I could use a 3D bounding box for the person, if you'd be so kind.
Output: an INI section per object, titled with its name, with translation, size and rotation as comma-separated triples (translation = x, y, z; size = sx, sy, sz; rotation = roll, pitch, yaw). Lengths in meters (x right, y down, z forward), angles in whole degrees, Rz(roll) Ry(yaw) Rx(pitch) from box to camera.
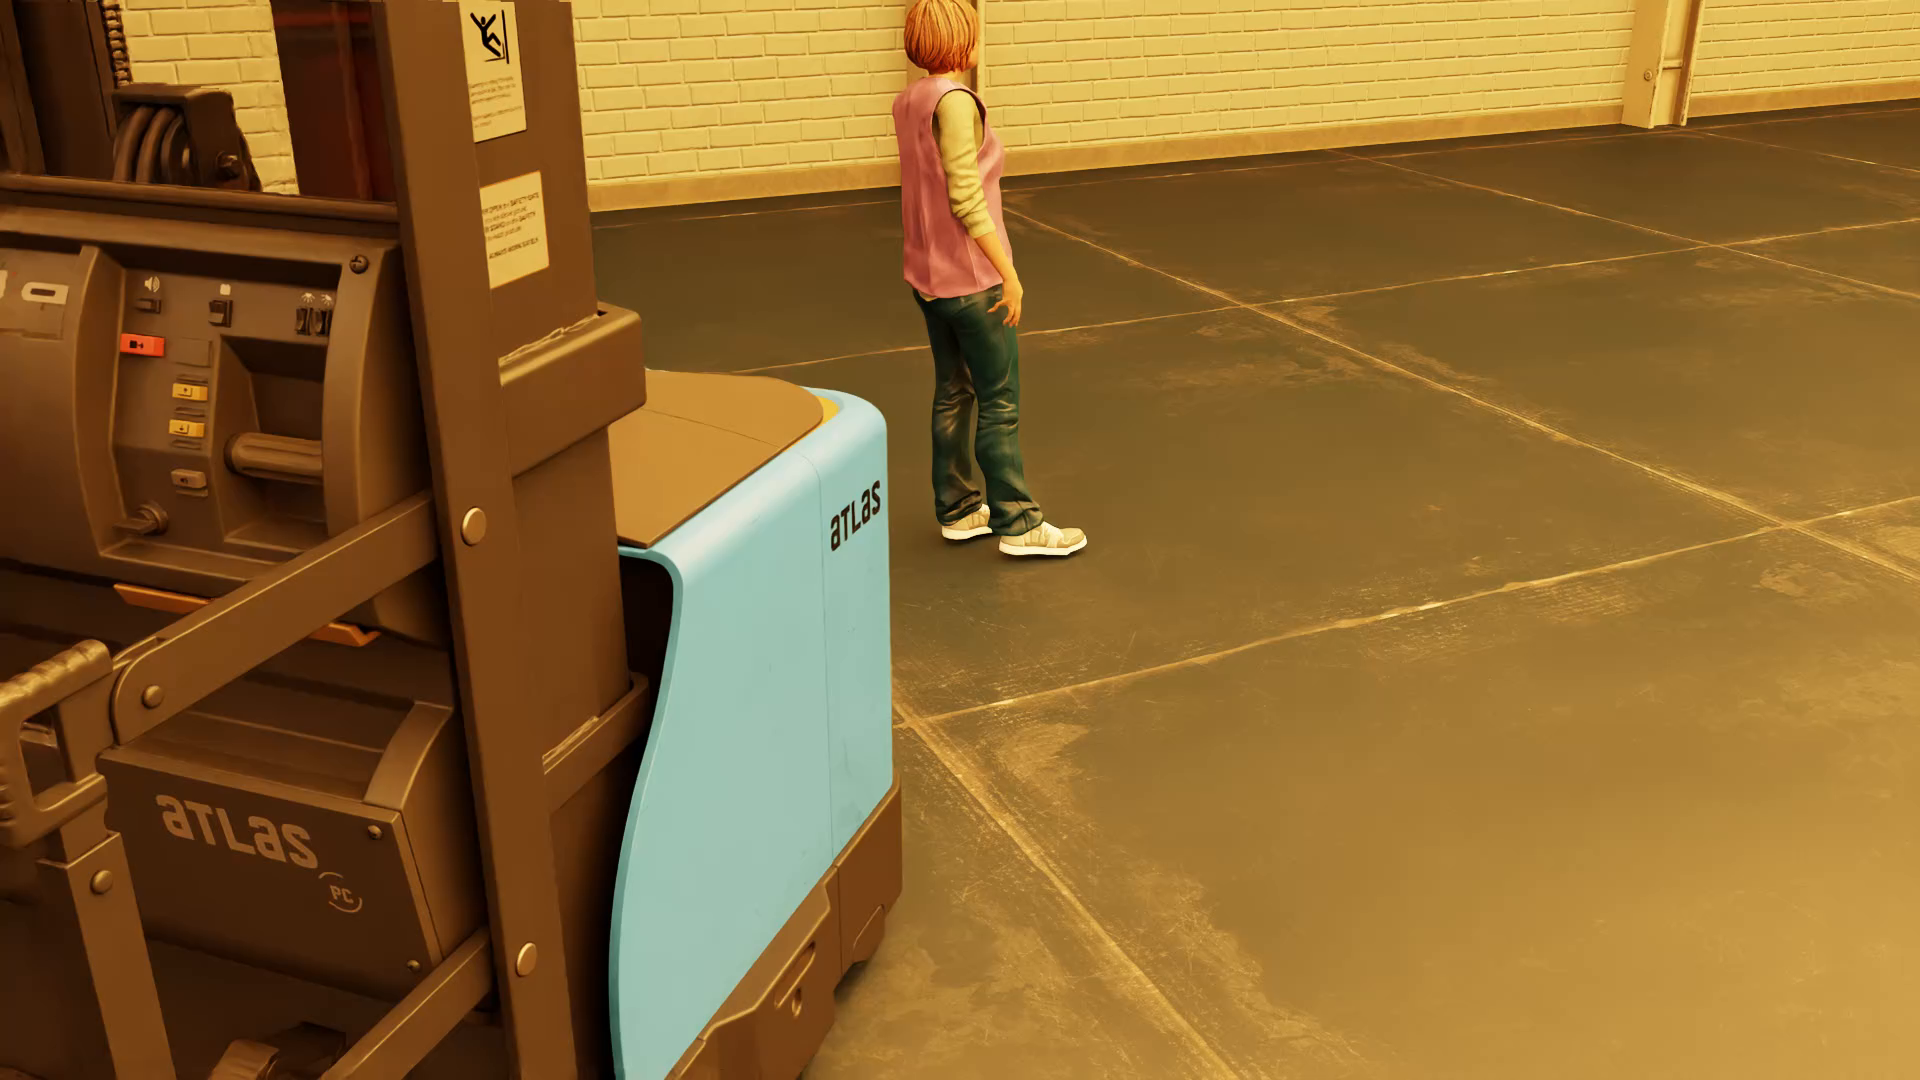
[person]
translation = 0.072, -0.751, 4.815
size = 0.475, 1.596, 0.520
rotation = -10, 25, -23

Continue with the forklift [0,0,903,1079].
[forklift]
translation = -1.100, -0.154, 1.656
size = 1.130, 2.935, 3.031
rotation = 8, 24, 19
